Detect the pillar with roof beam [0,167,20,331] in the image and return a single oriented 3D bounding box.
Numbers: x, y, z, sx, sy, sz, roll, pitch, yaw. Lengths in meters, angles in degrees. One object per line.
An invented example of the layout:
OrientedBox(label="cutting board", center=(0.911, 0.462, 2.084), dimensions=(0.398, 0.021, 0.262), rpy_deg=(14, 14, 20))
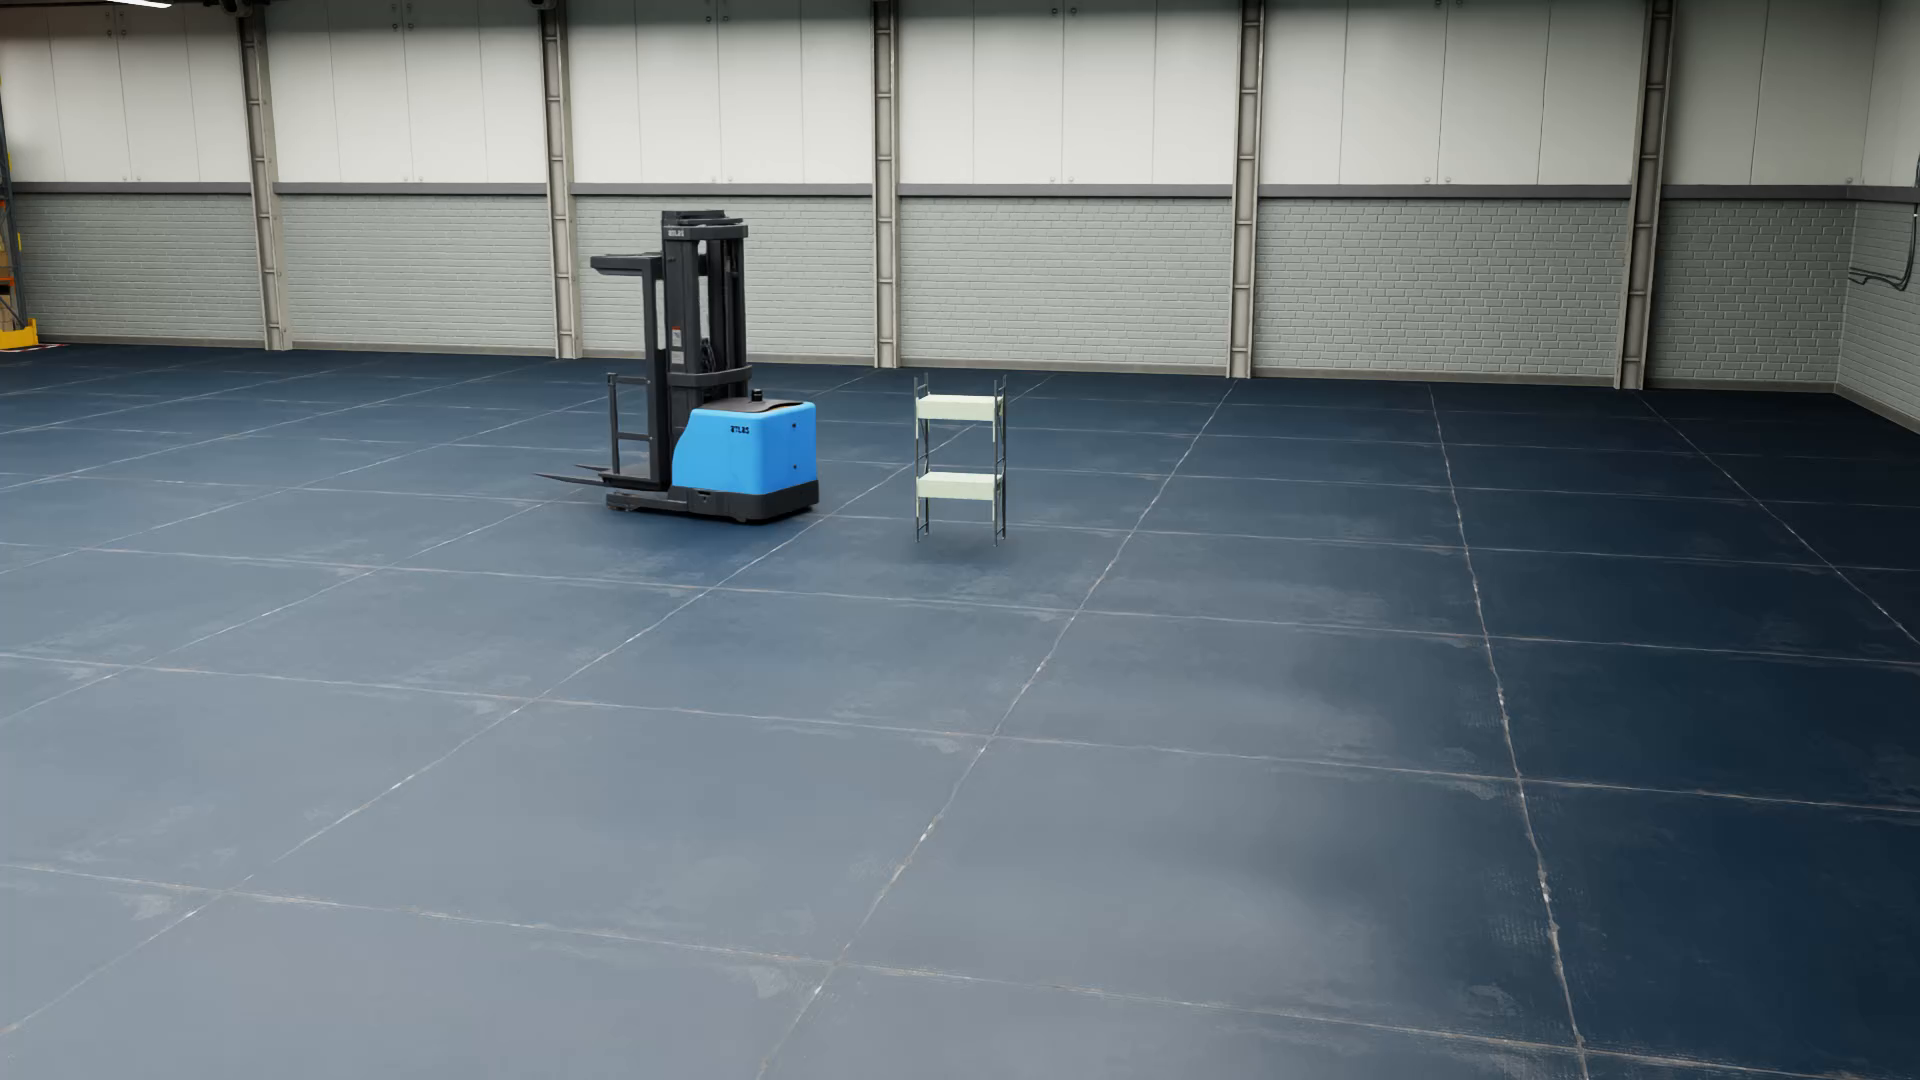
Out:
OrientedBox(label="pillar with roof beam", center=(-19.752, -7.411, 27.863), dimensions=(0.400, 9.000, 9.100), rpy_deg=(3, 13, 14))

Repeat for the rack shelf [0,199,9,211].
OrientedBox(label="rack shelf", center=(-20.202, -6.379, 31.796), dimensions=(4.000, 0.370, 1.077), rpy_deg=(3, 13, 14))

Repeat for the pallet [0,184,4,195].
OrientedBox(label="pallet", center=(-18.941, -6.626, 31.450), dimensions=(1.213, 0.211, 1.003), rpy_deg=(3, 13, 14))

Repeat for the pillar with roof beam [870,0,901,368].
OrientedBox(label="pillar with roof beam", center=(-2.276, -6.477, 23.652), dimensions=(0.548, 9.000, 9.100), rpy_deg=(3, 13, 14))

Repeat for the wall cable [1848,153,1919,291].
OrientedBox(label="wall cable", center=(12.949, -4.813, 23.320), dimensions=(0.112, 2.526, 3.097), rpy_deg=(3, 13, 14))

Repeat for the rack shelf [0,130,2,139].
OrientedBox(label="rack shelf", center=(-20.202, -7.648, 31.515), dimensions=(4.000, 0.370, 1.077), rpy_deg=(3, 13, 14))

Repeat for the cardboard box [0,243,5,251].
OrientedBox(label="cardboard box", center=(-18.528, -5.600, 31.820), dimensions=(0.250, 0.149, 0.380), rpy_deg=(3, 13, 12))

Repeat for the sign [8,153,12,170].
OrientedBox(label="sign", center=(-18.122, -7.208, 31.672), dimensions=(0.005, 0.325, 0.100), rpy_deg=(3, 13, 14))

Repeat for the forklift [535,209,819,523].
OrientedBox(label="forklift", center=(-2.946, -1.804, 16.600), dimensions=(3.031, 2.935, 1.130), rpy_deg=(7, 14, 28))

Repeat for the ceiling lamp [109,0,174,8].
OrientedBox(label="ceiling lamp", center=(-12.600, -9.780, 25.060), dimensions=(0.800, 3.185, 2.000), rpy_deg=(3, 13, 14))

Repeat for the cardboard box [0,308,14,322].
OrientedBox(label="cardboard box", center=(-18.667, -4.337, 32.081), dimensions=(0.500, 0.250, 0.500), rpy_deg=(3, 13, 15))

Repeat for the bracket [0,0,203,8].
OrientedBox(label="bracket", center=(-15.885, -9.843, 30.513), dimensions=(4.783, 0.066, 0.076), rpy_deg=(3, 13, 14))

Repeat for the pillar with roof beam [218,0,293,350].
OrientedBox(label="pillar with roof beam", center=(-13.927, -7.100, 26.459), dimensions=(0.548, 9.000, 9.100), rpy_deg=(3, 13, 14))

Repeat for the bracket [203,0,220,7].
OrientedBox(label="bracket", center=(-13.383, -9.709, 29.910), dimensions=(0.430, 0.232, 0.235), rpy_deg=(3, 13, 14))

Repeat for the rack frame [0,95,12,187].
OrientedBox(label="rack frame", center=(-18.261, -8.091, 30.926), dimensions=(0.127, 3.000, 1.000), rpy_deg=(3, 13, 14))

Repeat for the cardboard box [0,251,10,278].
OrientedBox(label="cardboard box", center=(-18.675, -5.295, 31.944), dimensions=(0.500, 0.500, 0.500), rpy_deg=(3, 13, 15))

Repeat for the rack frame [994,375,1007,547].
OrientedBox(label="rack frame", center=(0.362, -0.713, 14.984), dimensions=(0.023, 1.500, 0.400), rpy_deg=(3, 13, 14))

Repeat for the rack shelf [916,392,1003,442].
OrientedBox(label="rack shelf", center=(0.006, -1.113, 14.985), dimensions=(0.720, 0.370, 0.431), rpy_deg=(3, 13, 14))

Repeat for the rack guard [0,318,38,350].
OrientedBox(label="rack guard", center=(-18.237, -3.941, 31.841), dimensions=(0.348, 0.500, 1.175), rpy_deg=(3, 13, 14))

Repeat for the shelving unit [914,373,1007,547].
OrientedBox(label="shelving unit", center=(0.006, -0.732, 15.070), dimensions=(0.755, 1.500, 0.431), rpy_deg=(3, 13, 14))

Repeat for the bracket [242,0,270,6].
OrientedBox(label="bracket", center=(-12.578, -9.666, 29.716), dimensions=(0.430, 0.232, 0.235), rpy_deg=(3, 13, 14))

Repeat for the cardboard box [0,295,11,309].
OrientedBox(label="cardboard box", center=(-18.682, -4.578, 32.011), dimensions=(0.500, 0.250, 0.500), rpy_deg=(3, 13, 13))

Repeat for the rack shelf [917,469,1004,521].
OrientedBox(label="rack shelf", center=(0.006, -0.414, 15.140), dimensions=(0.720, 0.370, 0.431), rpy_deg=(3, 13, 14))

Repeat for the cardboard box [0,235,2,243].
OrientedBox(label="cardboard box", center=(-18.536, -5.735, 31.743), dimensions=(0.250, 0.149, 0.380), rpy_deg=(3, 13, 12))

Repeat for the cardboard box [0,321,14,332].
OrientedBox(label="cardboard box", center=(-18.691, -4.091, 32.128), dimensions=(0.500, 0.250, 0.500), rpy_deg=(3, 13, 14))

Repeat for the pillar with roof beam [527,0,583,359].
OrientedBox(label="pillar with roof beam", center=(-8.102, -6.789, 25.056), dimensions=(0.548, 9.000, 9.100), rpy_deg=(3, 13, 14))

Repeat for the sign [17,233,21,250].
OrientedBox(label="sign", center=(-18.122, -5.740, 31.998), dimensions=(0.005, 0.325, 0.100), rpy_deg=(3, 13, 14))

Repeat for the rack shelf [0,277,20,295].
OrientedBox(label="rack shelf", center=(-20.202, -4.915, 32.121), dimensions=(4.000, 0.370, 1.077), rpy_deg=(3, 13, 14))

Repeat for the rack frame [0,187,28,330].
OrientedBox(label="rack frame", center=(-18.261, -5.162, 31.576), dimensions=(0.127, 3.000, 1.000), rpy_deg=(3, 13, 14))

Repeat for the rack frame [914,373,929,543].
OrientedBox(label="rack frame", center=(-0.349, -0.751, 15.155), dimensions=(0.023, 1.500, 0.400), rpy_deg=(3, 13, 14))

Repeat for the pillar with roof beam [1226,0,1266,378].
OrientedBox(label="pillar with roof beam", center=(3.549, -6.166, 22.249), dimensions=(0.400, 9.000, 9.100), rpy_deg=(3, 13, 14))

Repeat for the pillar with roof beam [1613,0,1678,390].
OrientedBox(label="pillar with roof beam", center=(9.374, -5.854, 20.845), dimensions=(0.400, 9.000, 9.100), rpy_deg=(3, 13, 14))
